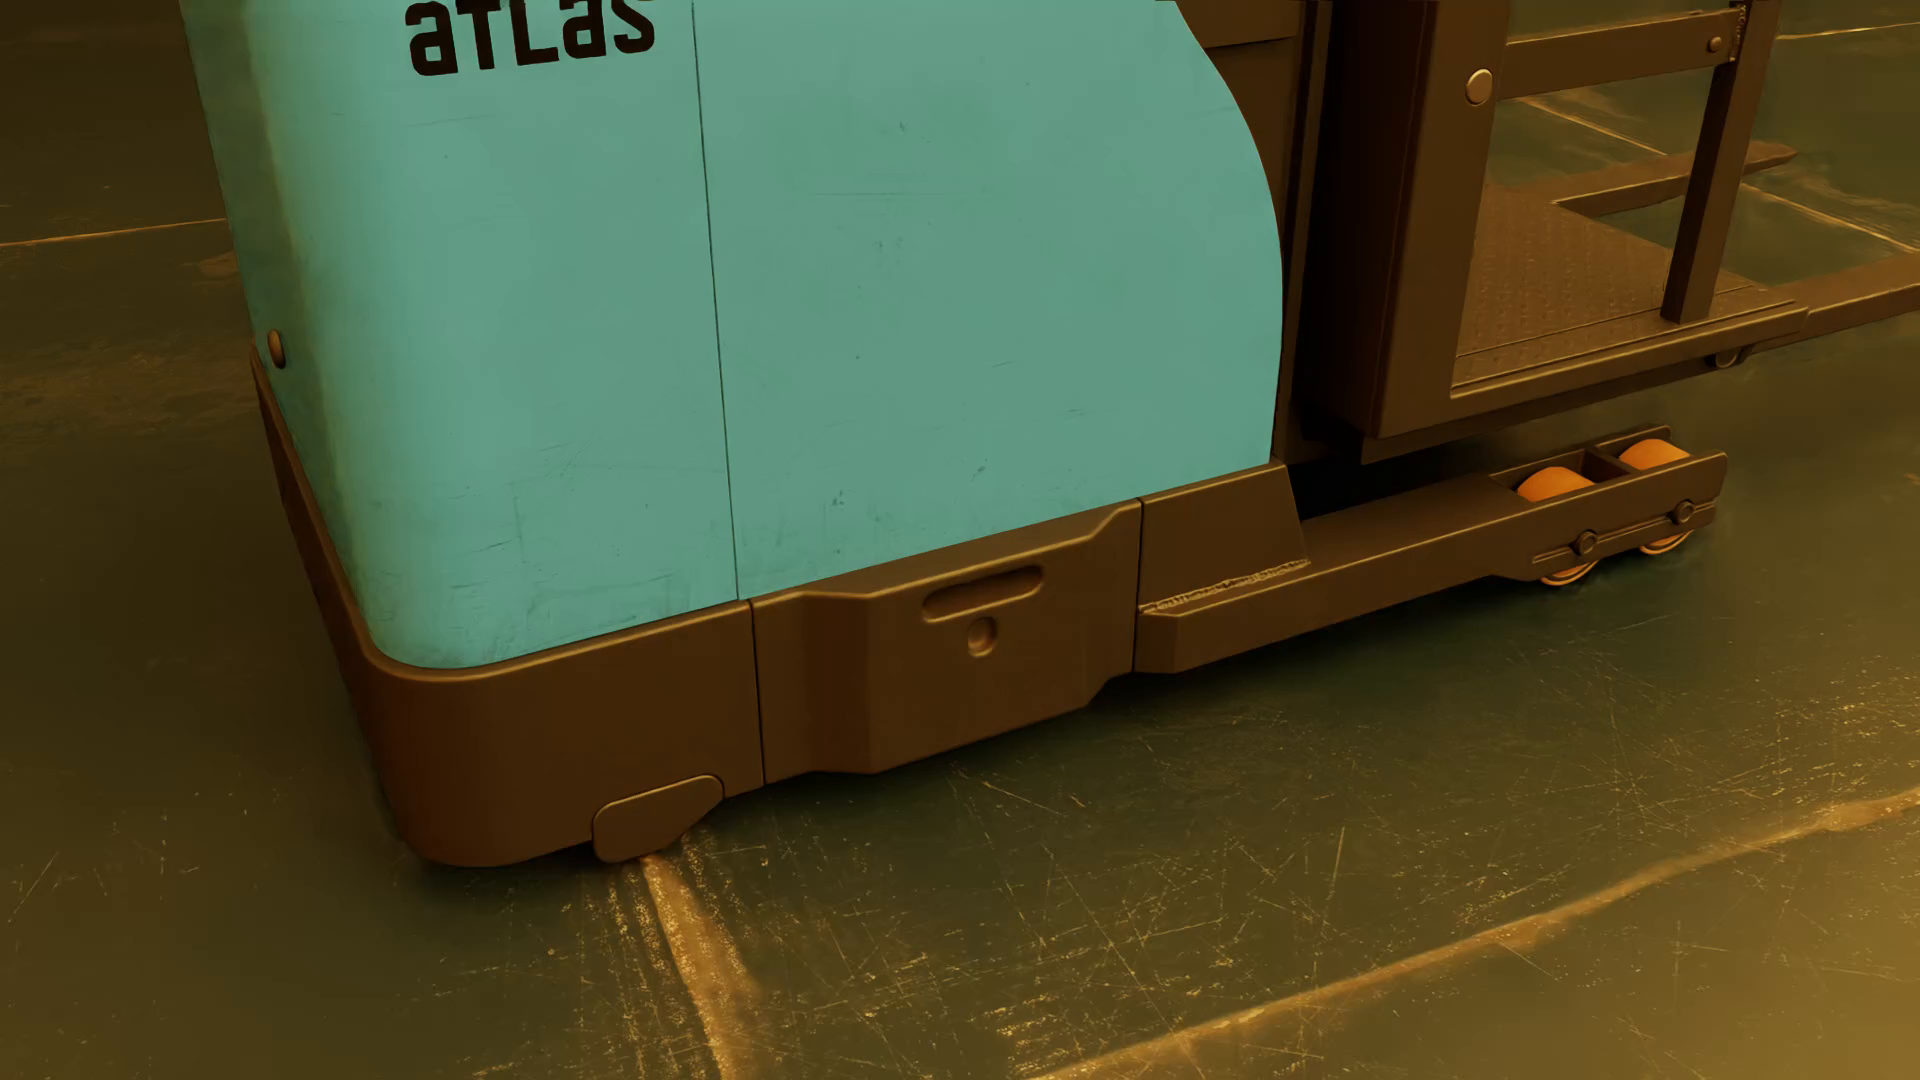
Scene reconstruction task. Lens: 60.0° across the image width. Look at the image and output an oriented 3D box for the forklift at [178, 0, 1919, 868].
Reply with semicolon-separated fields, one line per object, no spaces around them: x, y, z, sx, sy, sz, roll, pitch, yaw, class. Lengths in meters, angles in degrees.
0.543;-1.425;2.040;3.031;2.935;1.130;-15;33;-24;forklift
